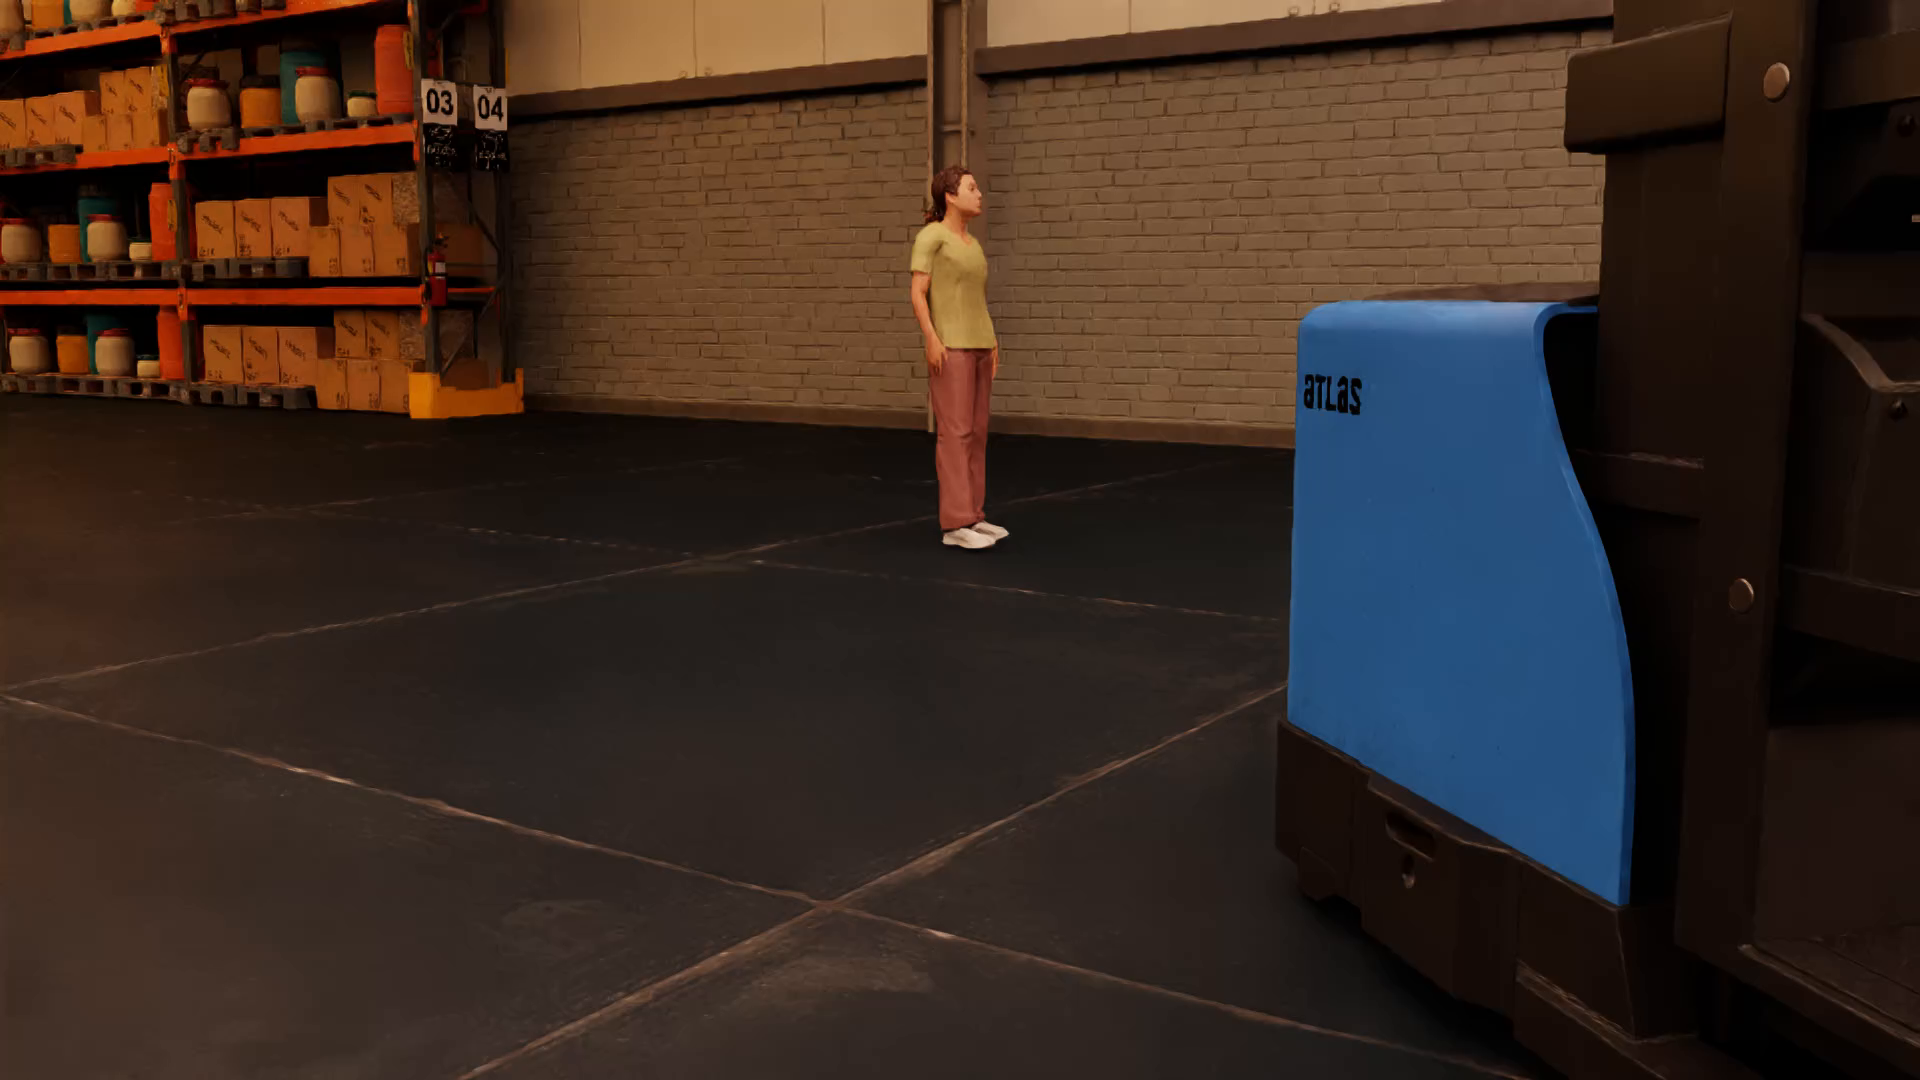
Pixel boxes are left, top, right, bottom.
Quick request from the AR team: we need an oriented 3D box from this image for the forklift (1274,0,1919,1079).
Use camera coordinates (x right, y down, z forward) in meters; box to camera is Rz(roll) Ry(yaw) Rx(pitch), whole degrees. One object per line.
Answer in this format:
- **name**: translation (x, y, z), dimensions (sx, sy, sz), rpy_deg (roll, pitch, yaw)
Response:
- **forklift**: translation (1.443, -0.632, 1.640), dimensions (1.130, 2.935, 3.031), rpy_deg (-2, 8, -14)

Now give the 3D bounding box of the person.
- **person**: translation (0.064, -0.822, 7.430), dimensions (0.526, 1.660, 0.554), rpy_deg (5, 10, 34)
